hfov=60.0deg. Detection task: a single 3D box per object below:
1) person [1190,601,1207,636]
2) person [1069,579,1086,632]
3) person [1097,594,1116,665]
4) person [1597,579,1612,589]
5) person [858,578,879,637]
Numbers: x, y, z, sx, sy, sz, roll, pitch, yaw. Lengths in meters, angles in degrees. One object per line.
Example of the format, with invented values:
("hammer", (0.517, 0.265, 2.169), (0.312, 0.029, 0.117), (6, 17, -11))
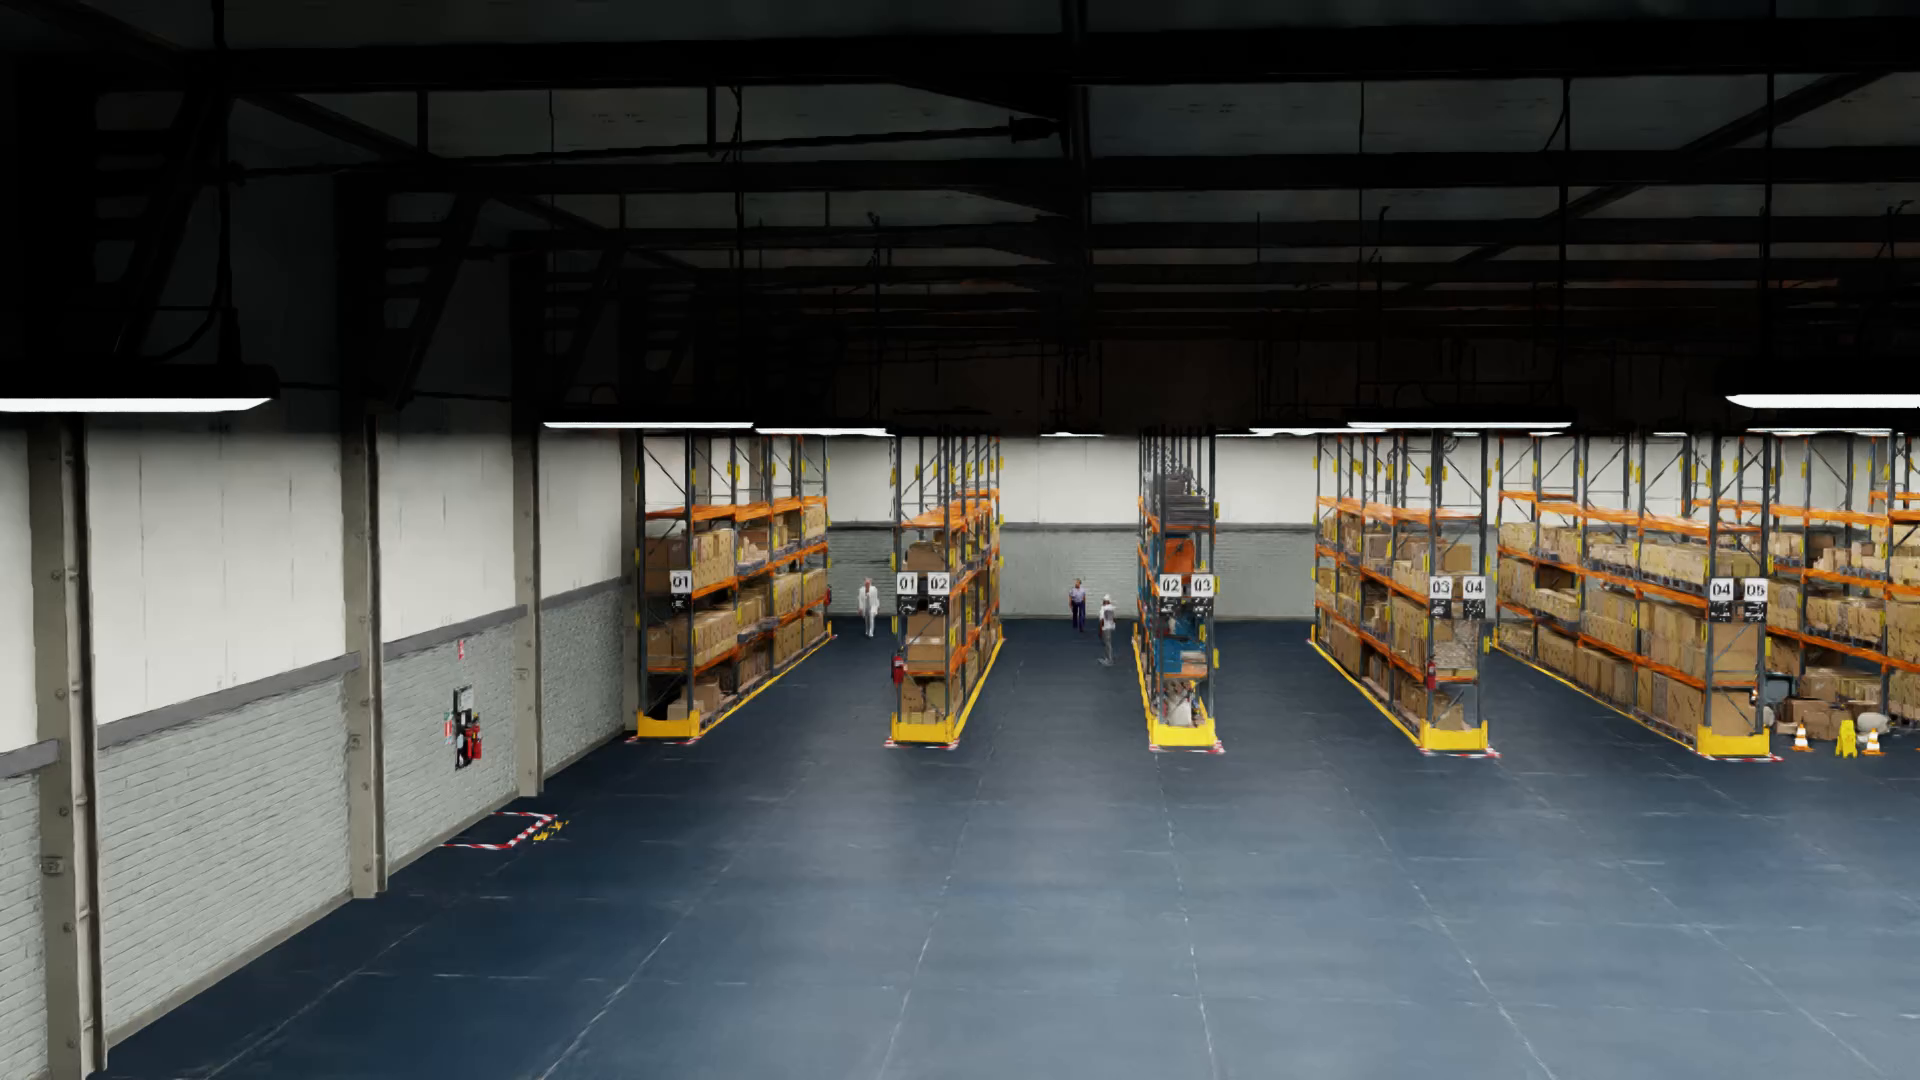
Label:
("person", (6.802, 2.011, 48.244), (0.554, 1.526, 0.785), (-1, 4, -14))
("person", (3.490, 1.922, 49.385), (0.479, 1.567, 1.090), (0, 4, 7))
("person", (3.705, 2.258, 42.213), (0.585, 1.763, 0.679), (2, 4, 31))
("person", (18.898, 1.945, 48.635), (0.490, 1.676, 0.600), (-2, 4, -28))
("person", (-2.654, 1.933, 48.038), (0.598, 1.698, 1.193), (0, 3, 7))
